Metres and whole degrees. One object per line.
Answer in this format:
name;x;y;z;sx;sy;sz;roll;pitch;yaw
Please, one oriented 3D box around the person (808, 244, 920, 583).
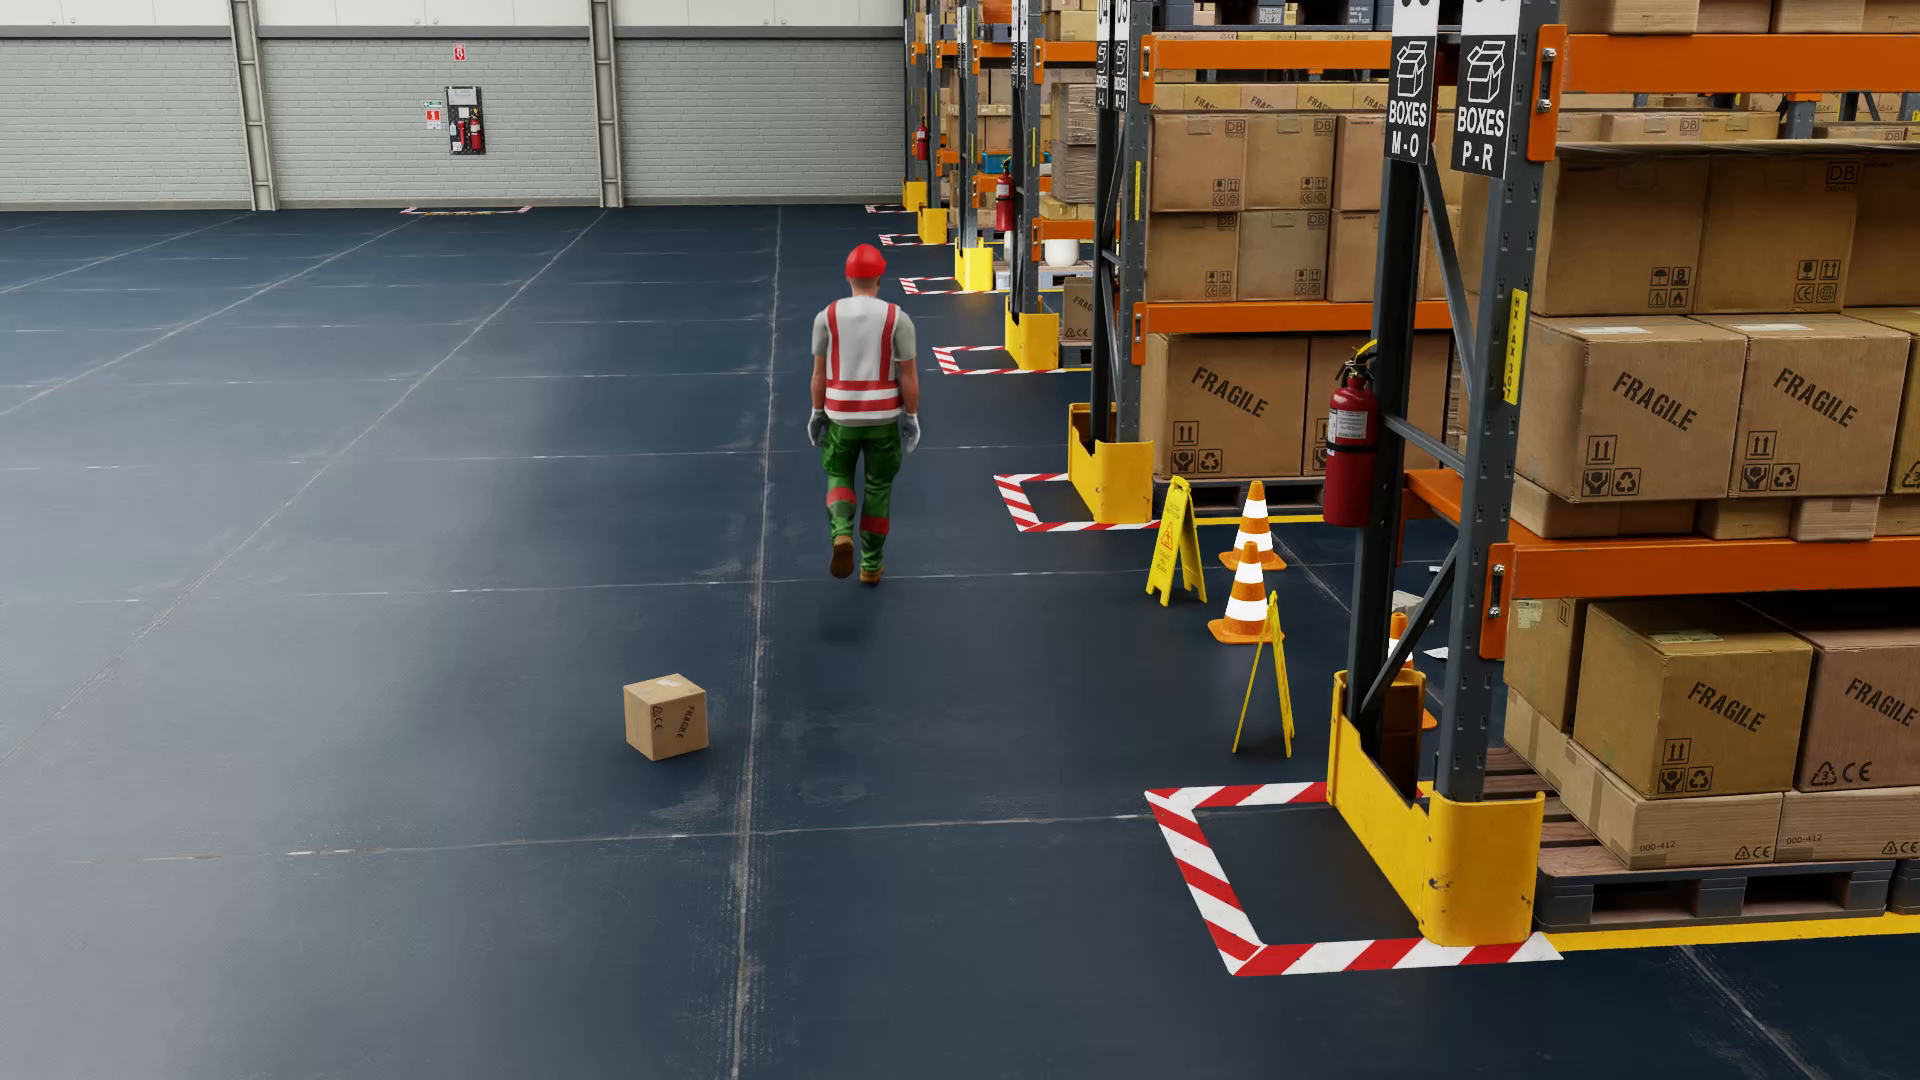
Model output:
person;-0.501;-0.629;8.608;0.589;1.781;0.547;1;17;3
